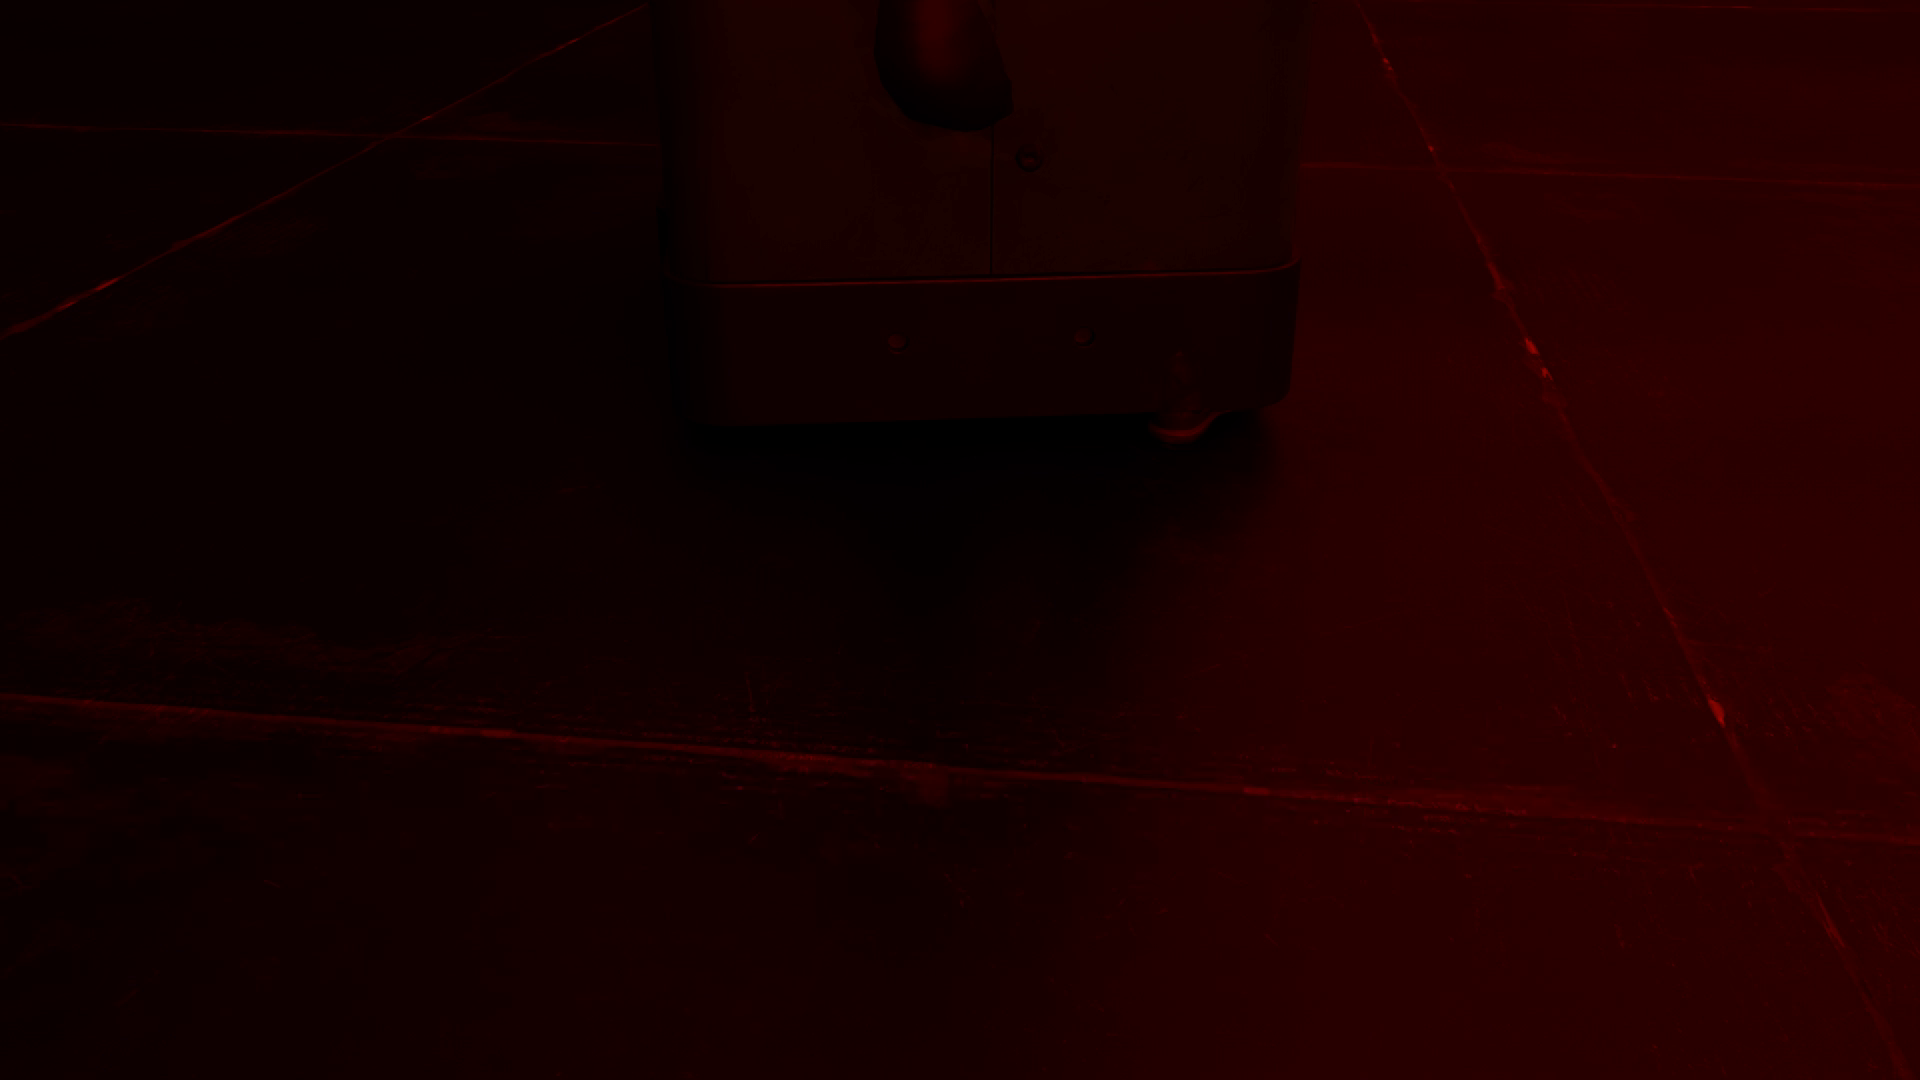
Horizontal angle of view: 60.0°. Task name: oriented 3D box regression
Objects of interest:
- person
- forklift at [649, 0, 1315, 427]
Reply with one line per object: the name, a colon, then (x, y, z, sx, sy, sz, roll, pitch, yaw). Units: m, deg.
person: (0.043, -0.922, 2.713, 0.872, 1.451, 0.705, 15, 30, 27)
forklift: (-0.080, -2.120, 3.467, 1.130, 2.935, 3.031, -2, 27, -4)
